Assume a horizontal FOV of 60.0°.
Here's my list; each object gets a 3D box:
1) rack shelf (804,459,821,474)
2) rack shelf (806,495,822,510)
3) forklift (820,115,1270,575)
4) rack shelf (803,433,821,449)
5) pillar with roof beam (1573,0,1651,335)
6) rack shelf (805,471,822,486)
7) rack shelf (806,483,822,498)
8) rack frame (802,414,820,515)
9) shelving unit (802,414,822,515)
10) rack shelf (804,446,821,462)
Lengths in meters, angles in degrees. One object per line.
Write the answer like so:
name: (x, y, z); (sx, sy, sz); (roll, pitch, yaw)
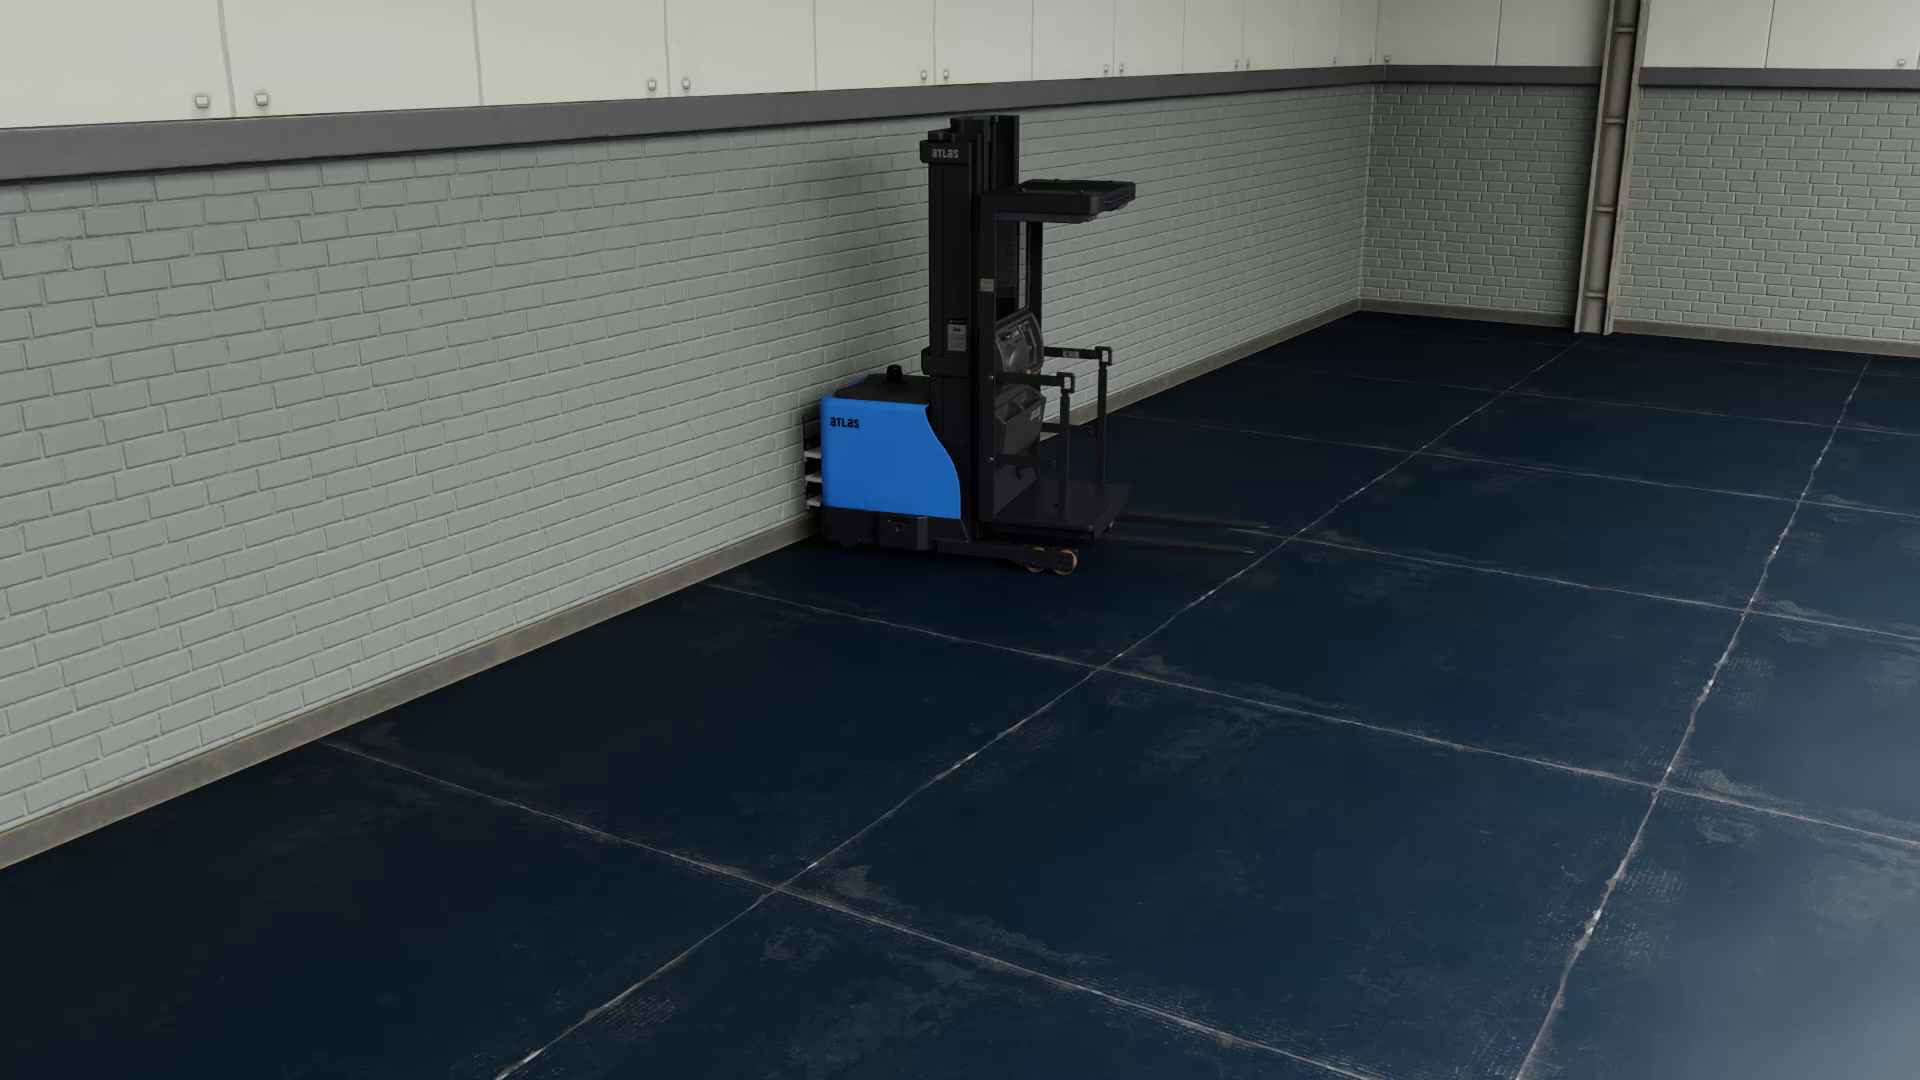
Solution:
rack shelf: (-0.956, -0.529, 11.877); (0.200, 0.077, 0.258); (10, 22, 29)
rack shelf: (-0.951, -0.274, 11.966); (0.200, 0.077, 0.258); (10, 22, 29)
forklift: (0.594, -1.343, 11.259); (3.031, 2.935, 1.130); (6, 18, 18)
rack shelf: (-0.959, -0.699, 11.818); (0.200, 0.077, 0.258); (10, 22, 29)
pillar with roof beam: (5.446, -5.772, 15.402); (0.400, 9.000, 9.100); (10, 20, 30)
rack shelf: (-0.954, -0.444, 11.907); (0.200, 0.077, 0.258); (10, 22, 29)
rack shelf: (-0.953, -0.359, 11.936); (0.200, 0.077, 0.258); (10, 22, 29)
rack frame: (-1.042, -0.491, 11.946); (0.006, 0.900, 0.240); (10, 22, 29)
shelving unit: (-0.955, -0.475, 11.896); (0.210, 0.900, 0.258); (10, 22, 29)
rack shelf: (-0.957, -0.614, 11.847); (0.200, 0.077, 0.258); (10, 22, 29)
